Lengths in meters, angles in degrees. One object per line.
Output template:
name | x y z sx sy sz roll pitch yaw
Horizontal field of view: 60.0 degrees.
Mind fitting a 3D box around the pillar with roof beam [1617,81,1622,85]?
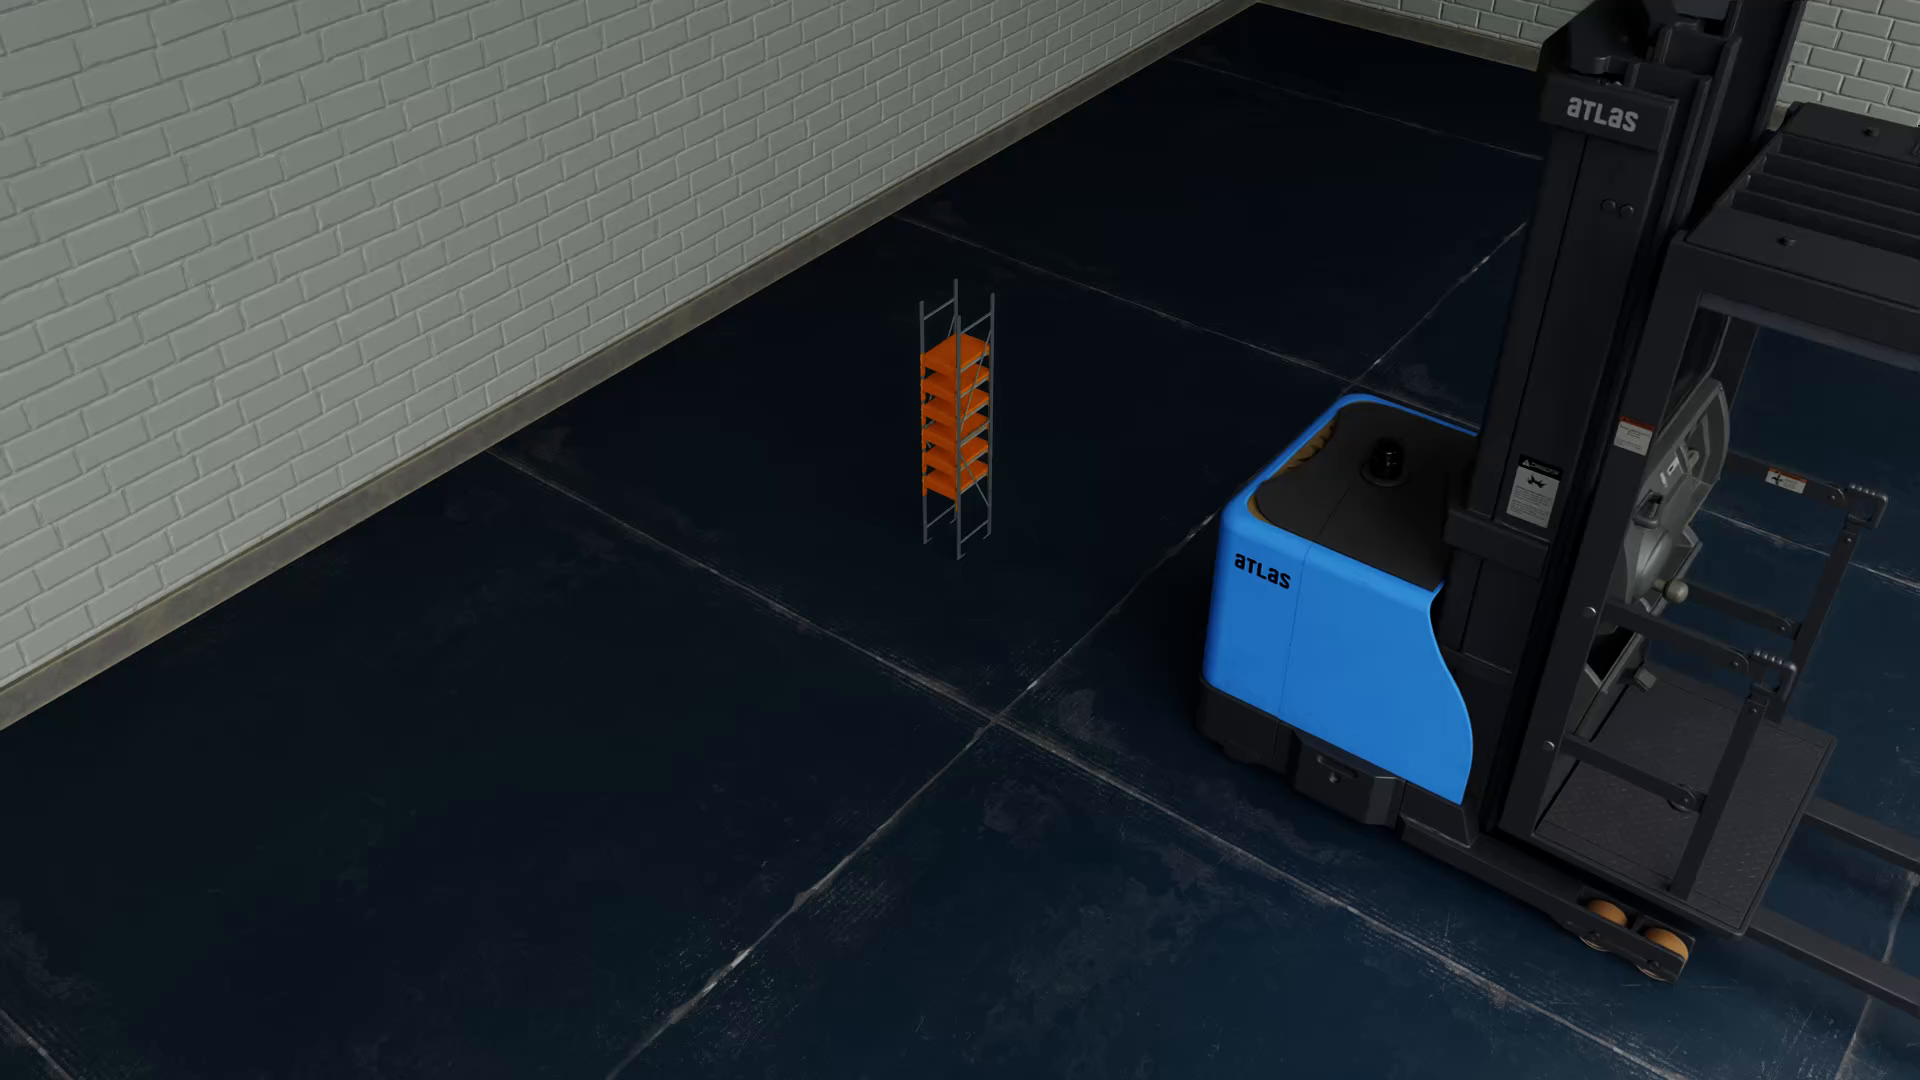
pillar with roof beam | 1.884 -4.262 5.394 0.400 9.000 9.100 25 45 29

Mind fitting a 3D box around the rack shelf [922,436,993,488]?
rack shelf | -0.011 -0.348 6.988 0.180 0.103 0.258 25 45 29

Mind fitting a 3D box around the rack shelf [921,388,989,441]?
rack shelf | -0.011 -0.537 6.840 0.180 0.103 0.258 25 45 29

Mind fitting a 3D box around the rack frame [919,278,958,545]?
rack frame | -0.084 -0.512 6.931 0.006 1.200 0.240 25 45 29

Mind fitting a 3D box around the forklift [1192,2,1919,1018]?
forklift | 2.355 -0.043 5.036 3.031 2.797 1.129 25 45 28

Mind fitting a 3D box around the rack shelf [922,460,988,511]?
rack shelf | -0.011 -0.254 7.062 0.180 0.103 0.258 25 45 29

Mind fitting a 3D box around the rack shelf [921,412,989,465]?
rack shelf | -0.011 -0.443 6.914 0.180 0.103 0.258 25 45 29

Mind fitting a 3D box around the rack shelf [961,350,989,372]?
rack shelf | -0.011 -0.742 6.680 0.166 0.020 0.199 25 45 29

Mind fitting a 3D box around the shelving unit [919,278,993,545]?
shelving unit | -0.013 -0.479 6.888 0.184 1.200 0.258 25 45 29

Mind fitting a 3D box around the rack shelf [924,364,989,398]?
rack shelf | -0.011 -0.653 6.750 0.171 0.034 0.221 25 45 29
